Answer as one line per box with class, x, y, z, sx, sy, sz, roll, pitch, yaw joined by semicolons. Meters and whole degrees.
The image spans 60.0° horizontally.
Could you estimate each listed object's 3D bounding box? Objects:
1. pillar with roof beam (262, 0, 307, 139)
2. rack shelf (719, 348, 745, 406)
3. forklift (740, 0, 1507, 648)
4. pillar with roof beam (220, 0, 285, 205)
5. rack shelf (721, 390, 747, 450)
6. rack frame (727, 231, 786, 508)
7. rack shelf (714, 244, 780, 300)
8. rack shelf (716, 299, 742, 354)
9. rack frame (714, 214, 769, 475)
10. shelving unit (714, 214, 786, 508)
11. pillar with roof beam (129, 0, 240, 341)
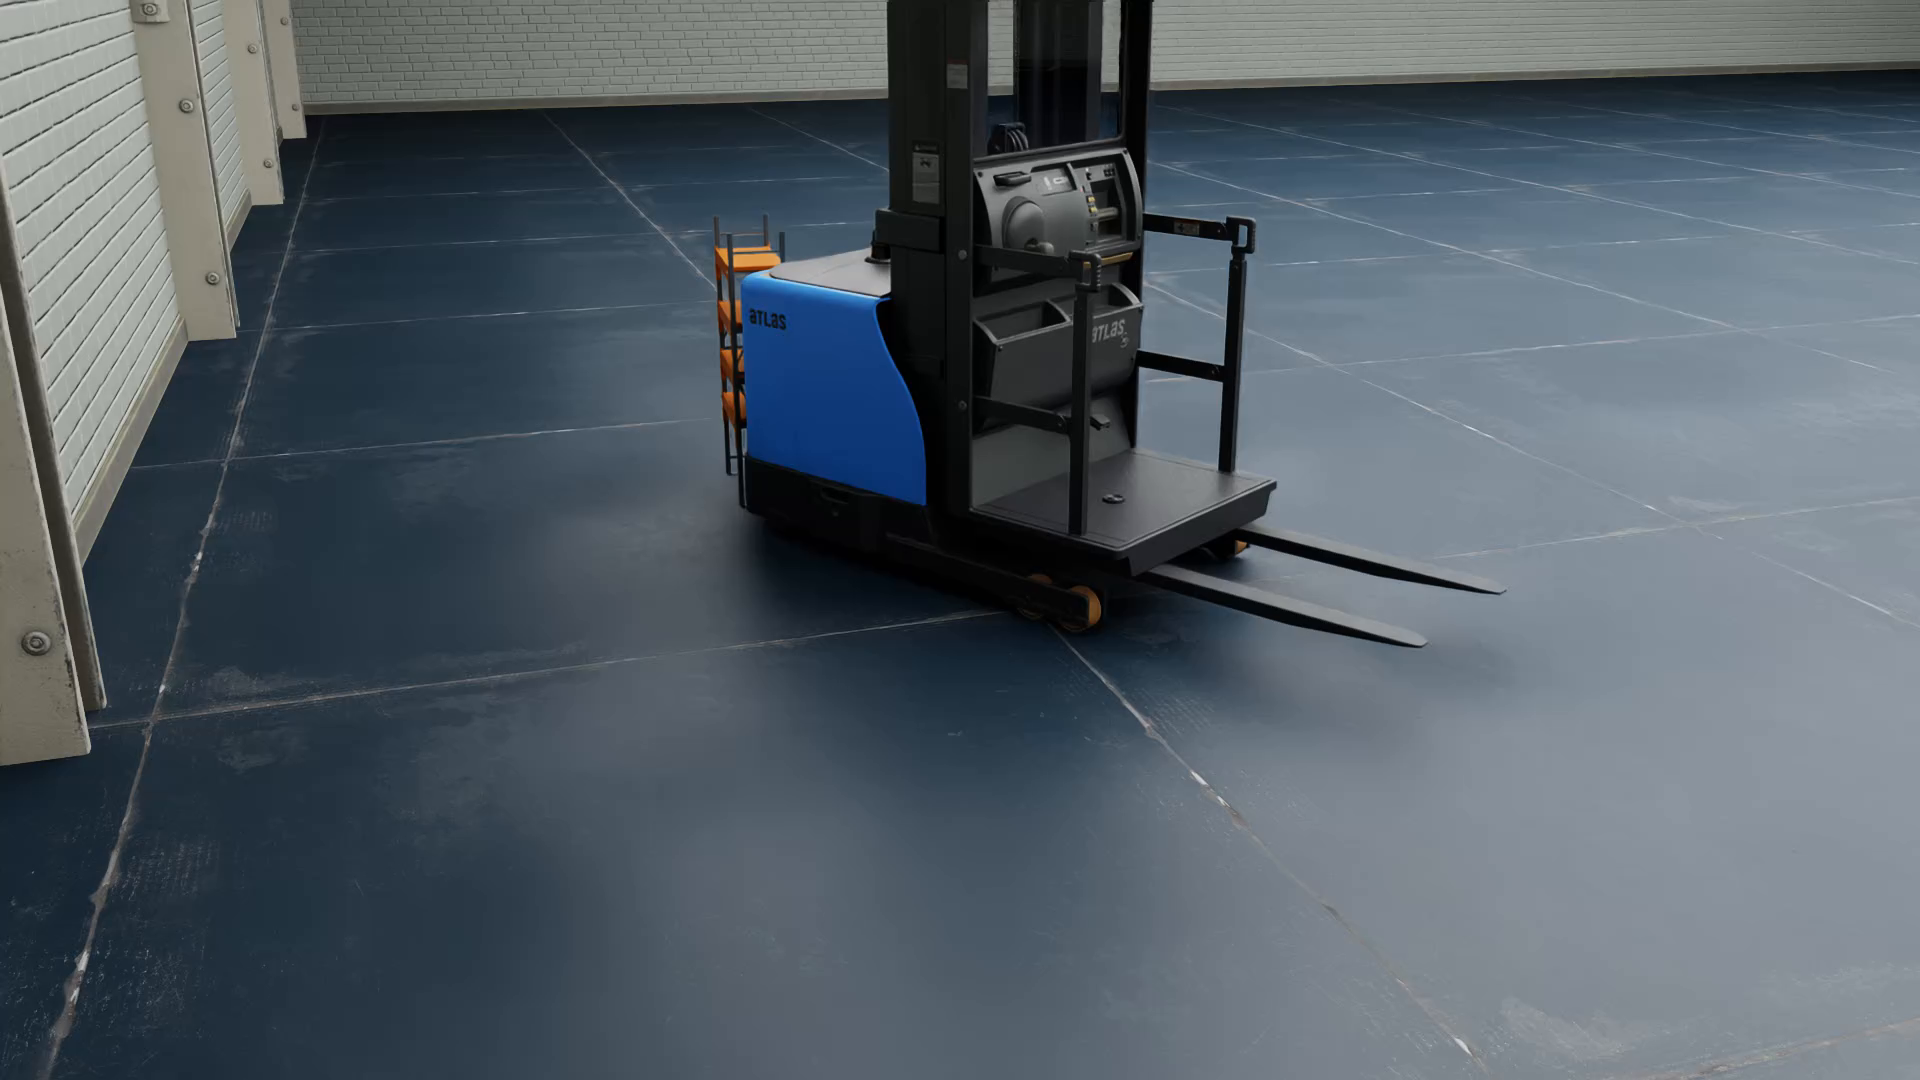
pillar with roof beam;-4.448;-9.860;21.057;9.100;9.000;0.400;-6;21;-17
rack shelf;-0.914;-0.736;7.391;0.258;0.148;0.480;-5;20;-13
forklift;0.538;-1.247;6.052;3.031;2.935;1.130;16;25;38
pillar with roof beam;-2.562;-7.935;15.696;9.100;9.000;0.400;-6;21;-17
rack shelf;-0.914;-0.549;7.458;0.258;0.148;0.480;-5;20;-13
rack frame;-0.853;-0.720;7.145;0.240;1.200;0.015;-5;20;-13
rack shelf;-0.914;-1.169;7.235;0.258;0.148;0.480;-5;20;-13
rack shelf;-0.914;-0.947;7.315;0.258;0.148;0.480;-5;20;-13
rack frame;-0.974;-0.880;7.590;0.240;1.200;0.015;-5;20;-13
shelving unit;-0.914;-0.800;7.368;0.258;1.200;0.503;-5;20;-13
pillar with roof beam;-0.676;-6.010;10.336;9.100;9.000;0.400;-6;21;-17
